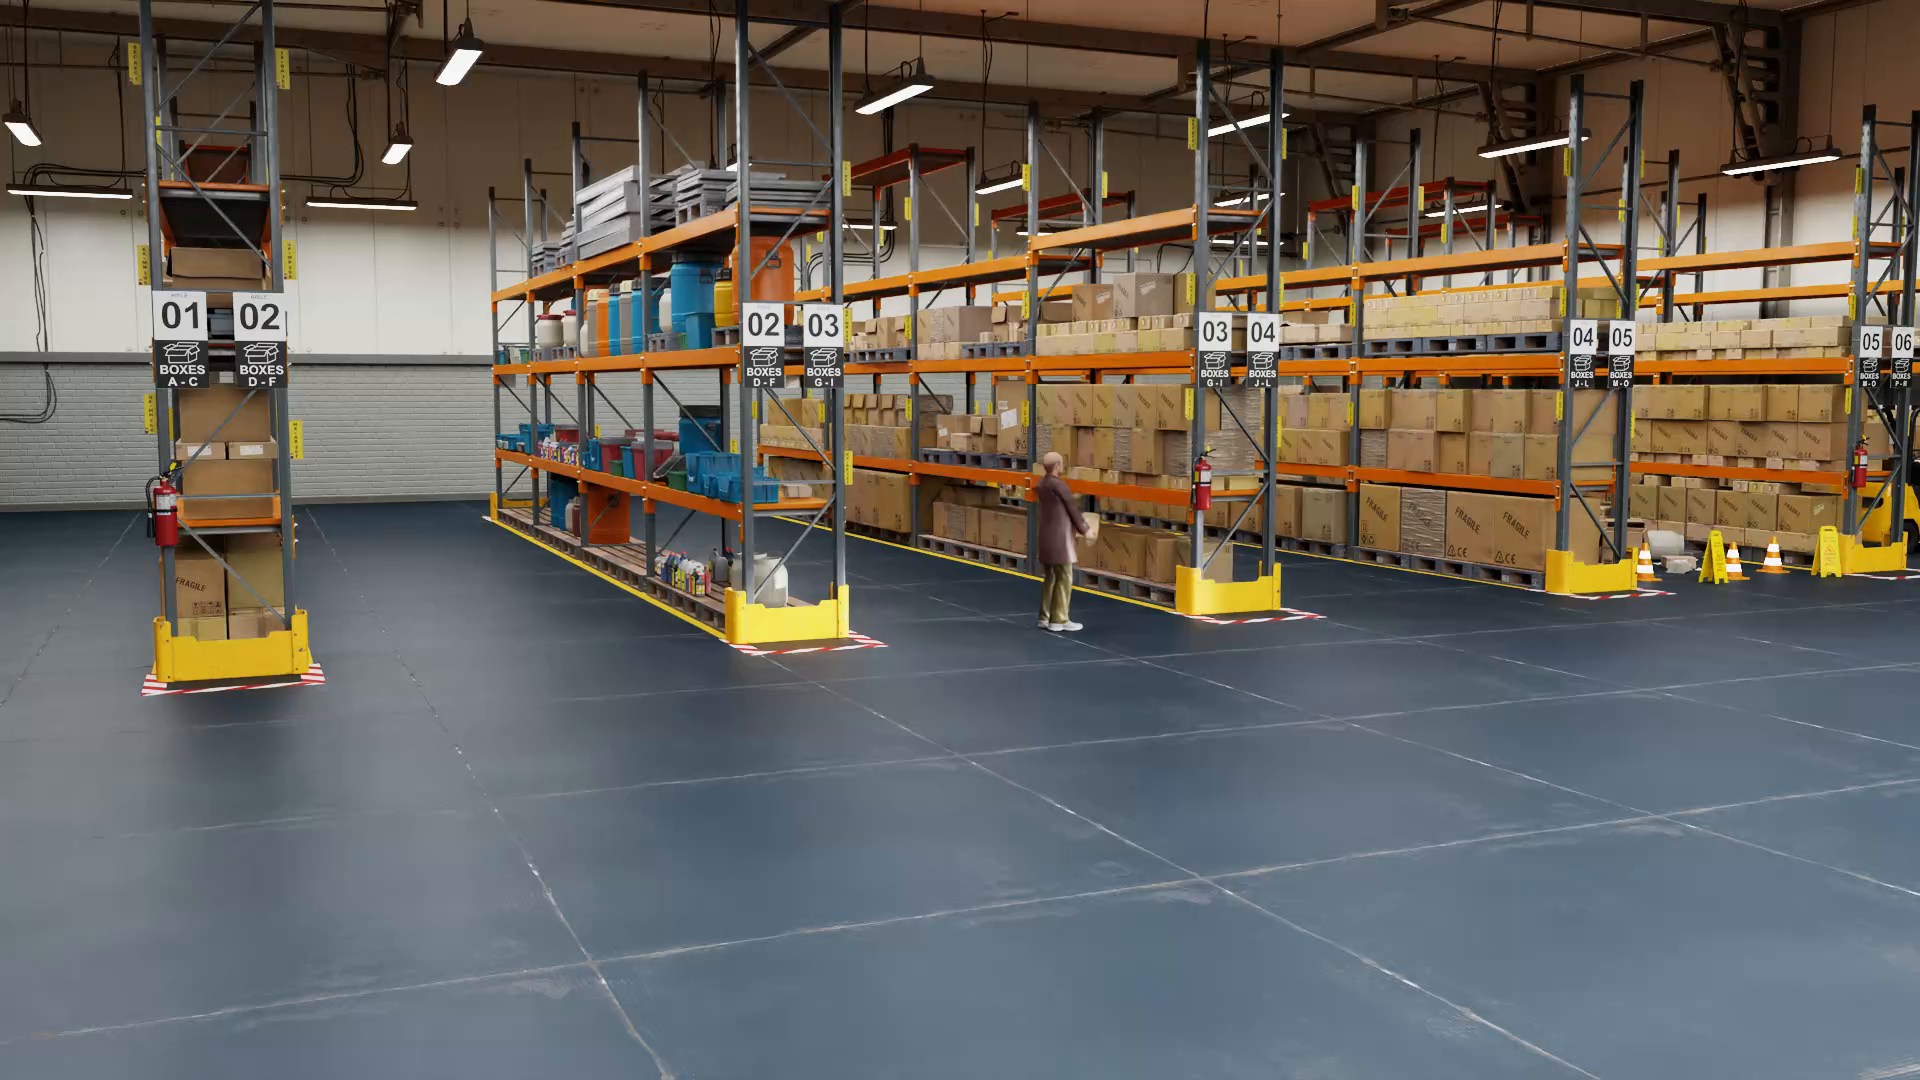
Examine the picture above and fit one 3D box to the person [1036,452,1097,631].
[{"bbox_3d":[1.062,0.005,16.651,0.554,1.779,0.525,-2,6,-24],"label":"person"}]
